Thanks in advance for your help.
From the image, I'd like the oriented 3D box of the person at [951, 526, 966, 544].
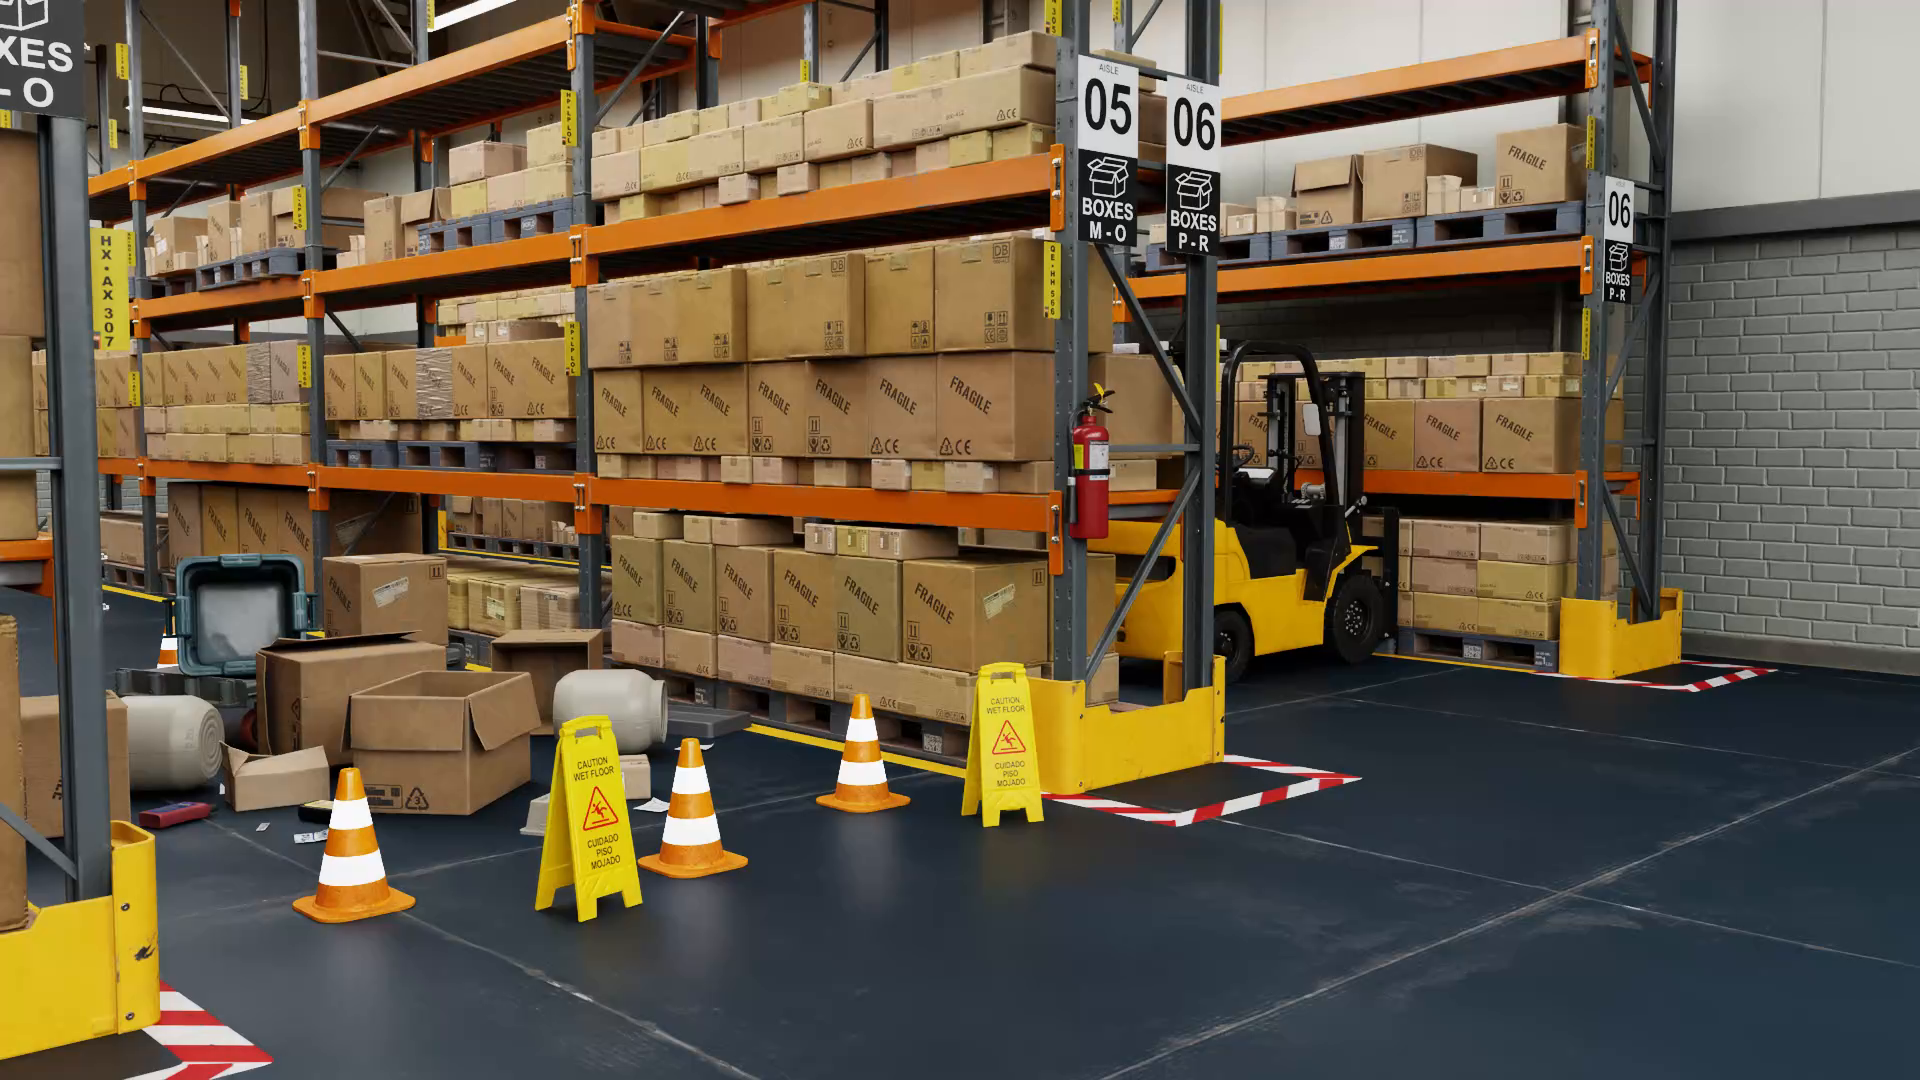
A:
[{"bbox_3d":[-0.165,-0.024,11.340,0.496,1.727,0.610,1,4,16],"label":"person"}]
